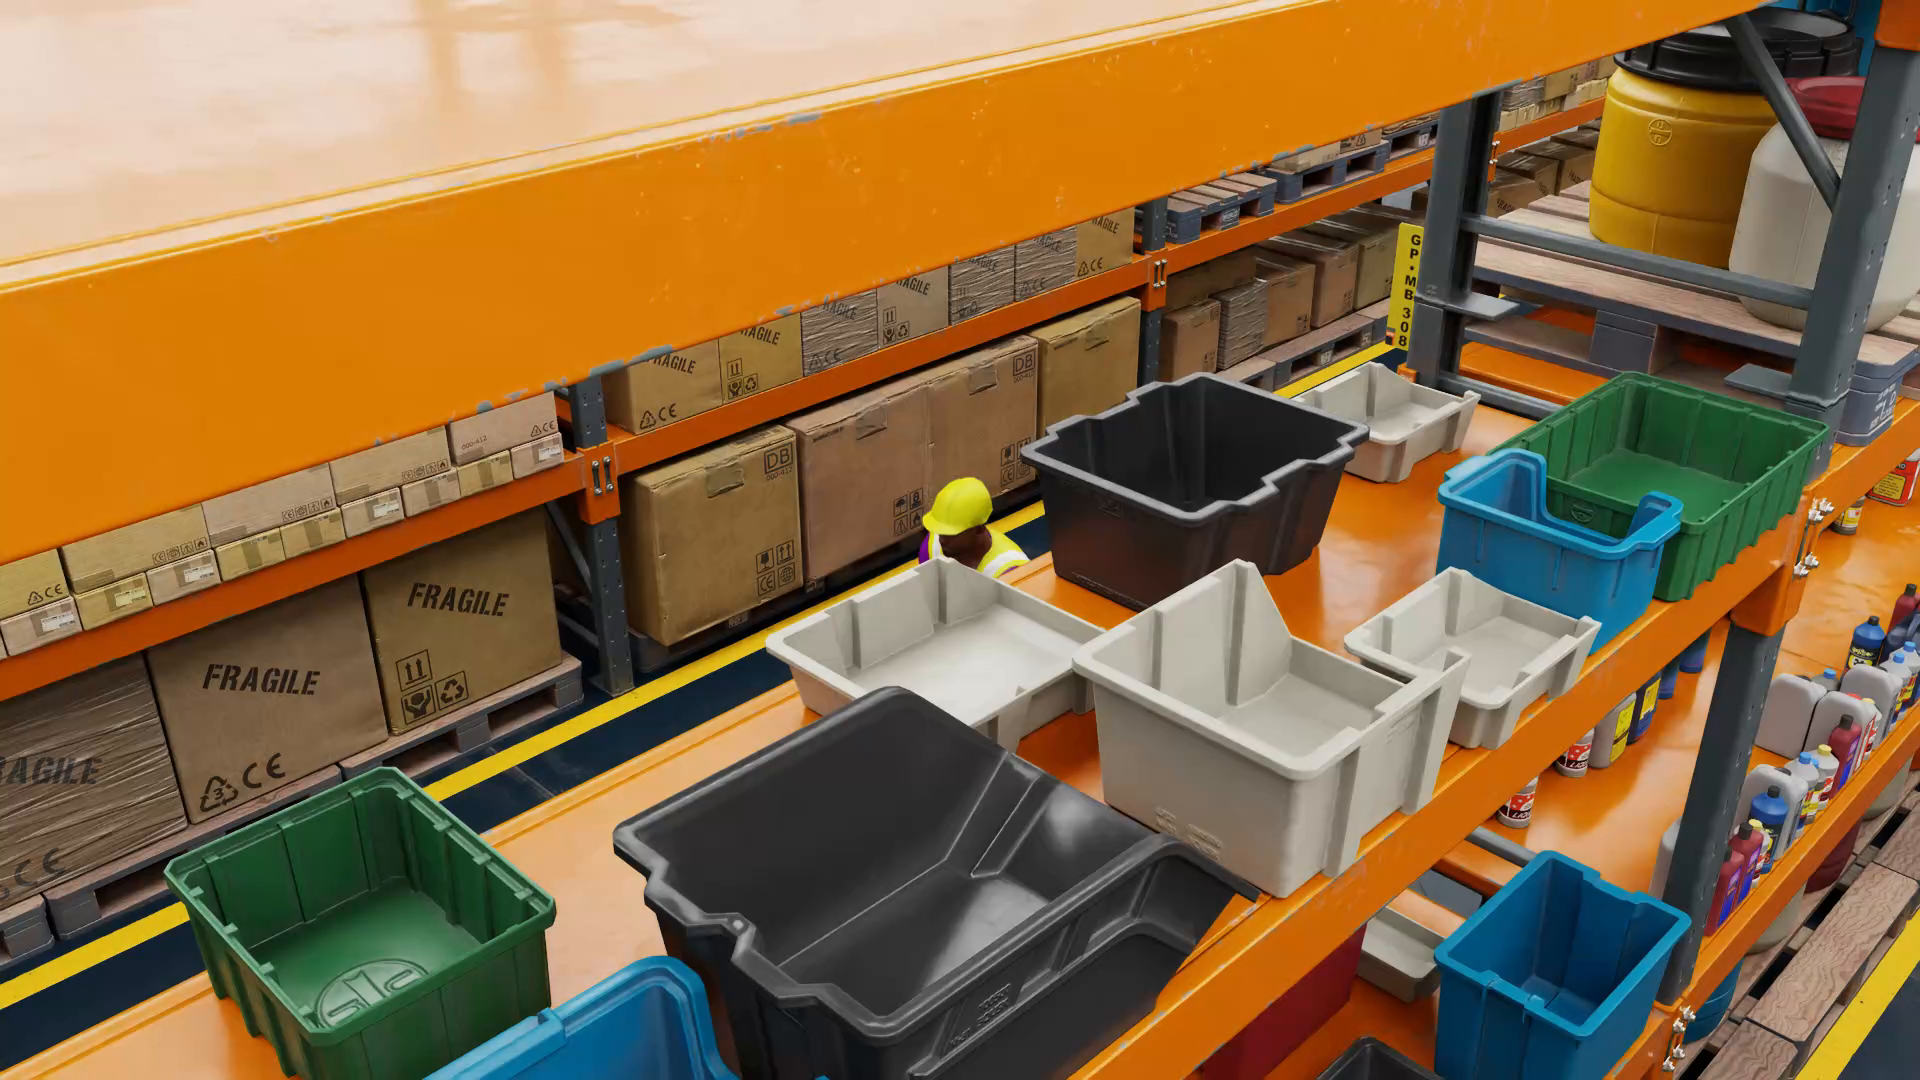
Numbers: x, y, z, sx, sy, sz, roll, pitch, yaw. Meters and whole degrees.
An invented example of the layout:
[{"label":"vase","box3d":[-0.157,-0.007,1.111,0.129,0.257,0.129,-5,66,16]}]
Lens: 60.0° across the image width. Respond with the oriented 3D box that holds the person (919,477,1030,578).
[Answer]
[{"label":"person","box3d":[0.037,0.533,6.580,0.626,1.761,0.459,24,36,38]}]
